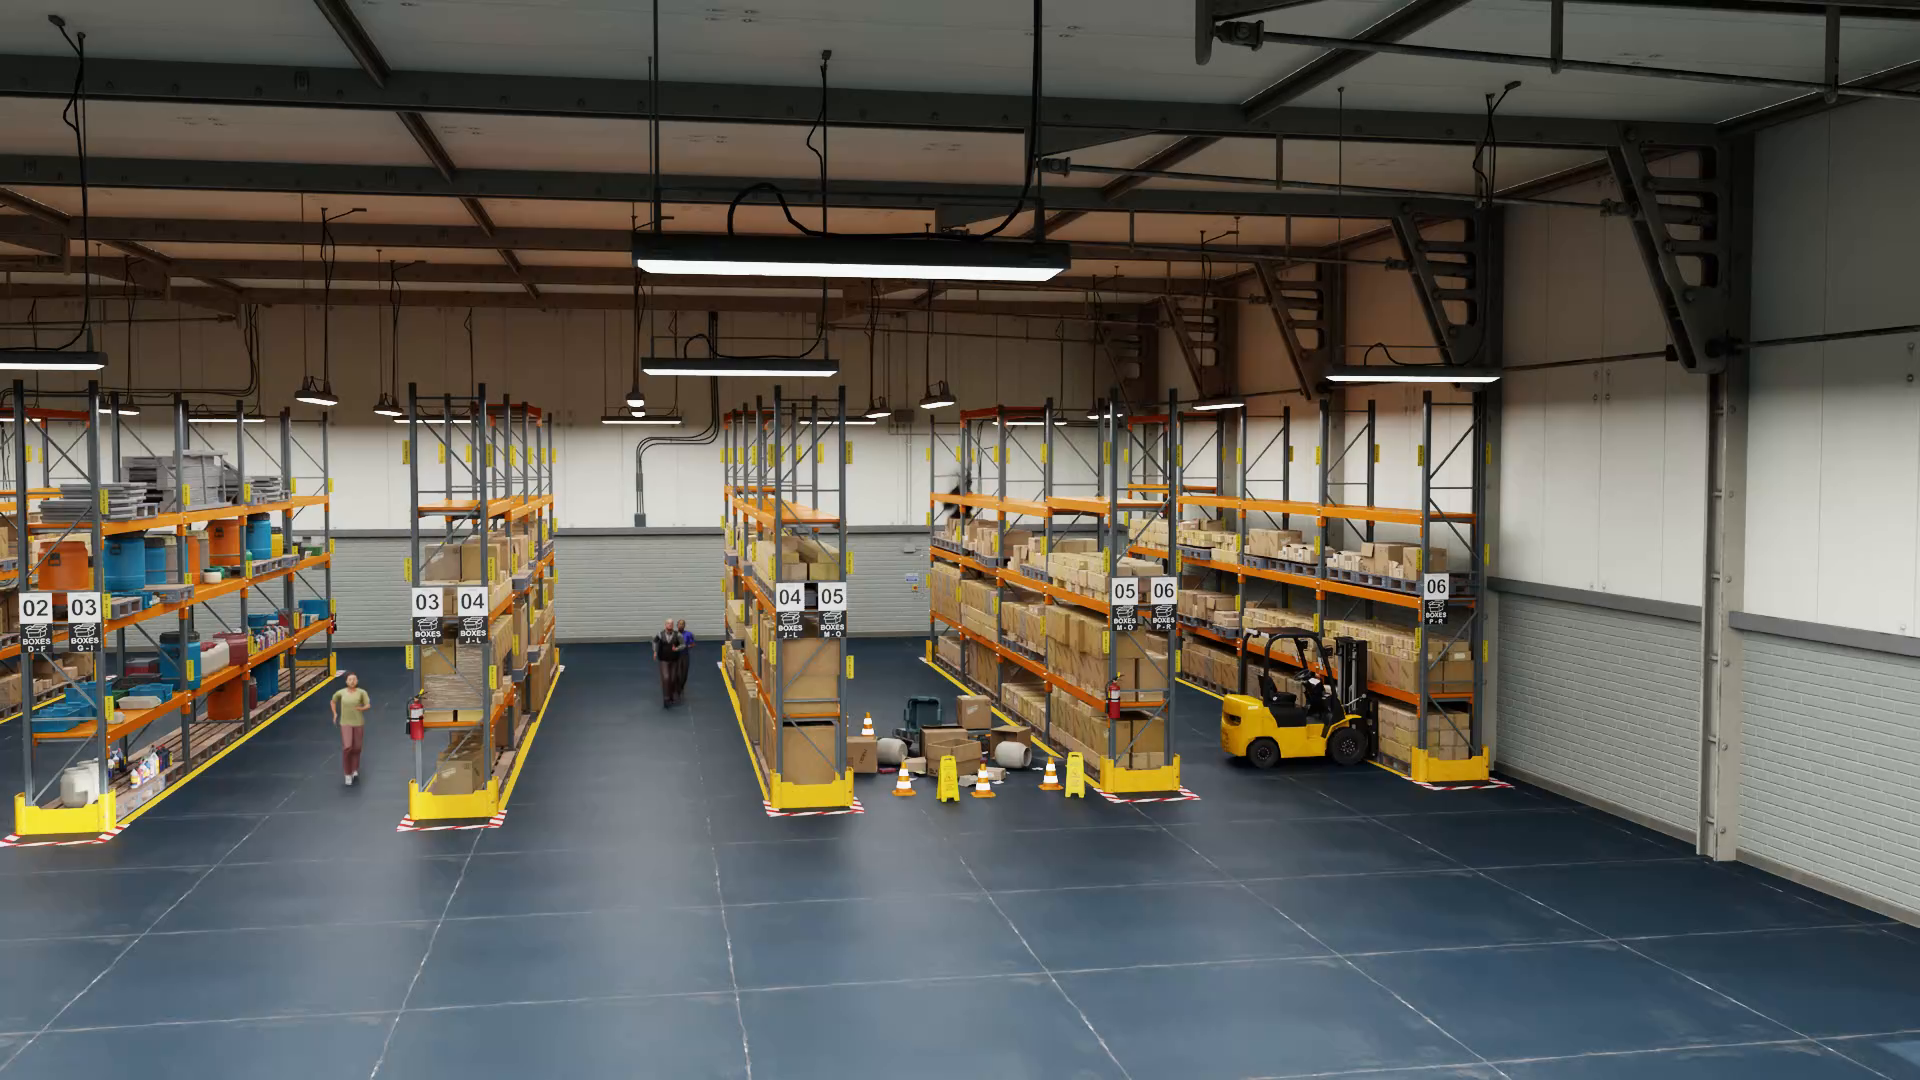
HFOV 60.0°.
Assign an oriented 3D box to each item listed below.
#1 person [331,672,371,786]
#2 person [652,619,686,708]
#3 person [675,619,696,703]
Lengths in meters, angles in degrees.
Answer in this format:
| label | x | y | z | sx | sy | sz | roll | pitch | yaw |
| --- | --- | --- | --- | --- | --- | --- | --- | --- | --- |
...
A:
| label | x | y | z | sx | sy | sz | roll | pitch | yaw |
| --- | --- | --- | --- | --- | --- | --- | --- | --- | --- |
| person | -9.320 | 2.875 | 25.486 | 0.543 | 1.721 | 0.723 | -2 | 3 | -29 |
| person | -5.803 | 2.434 | 33.226 | 0.657 | 1.733 | 0.879 | -1 | 3 | -16 |
| person | -5.708 | 2.469 | 34.129 | 0.548 | 1.712 | 0.861 | -1 | 3 | -15 |
